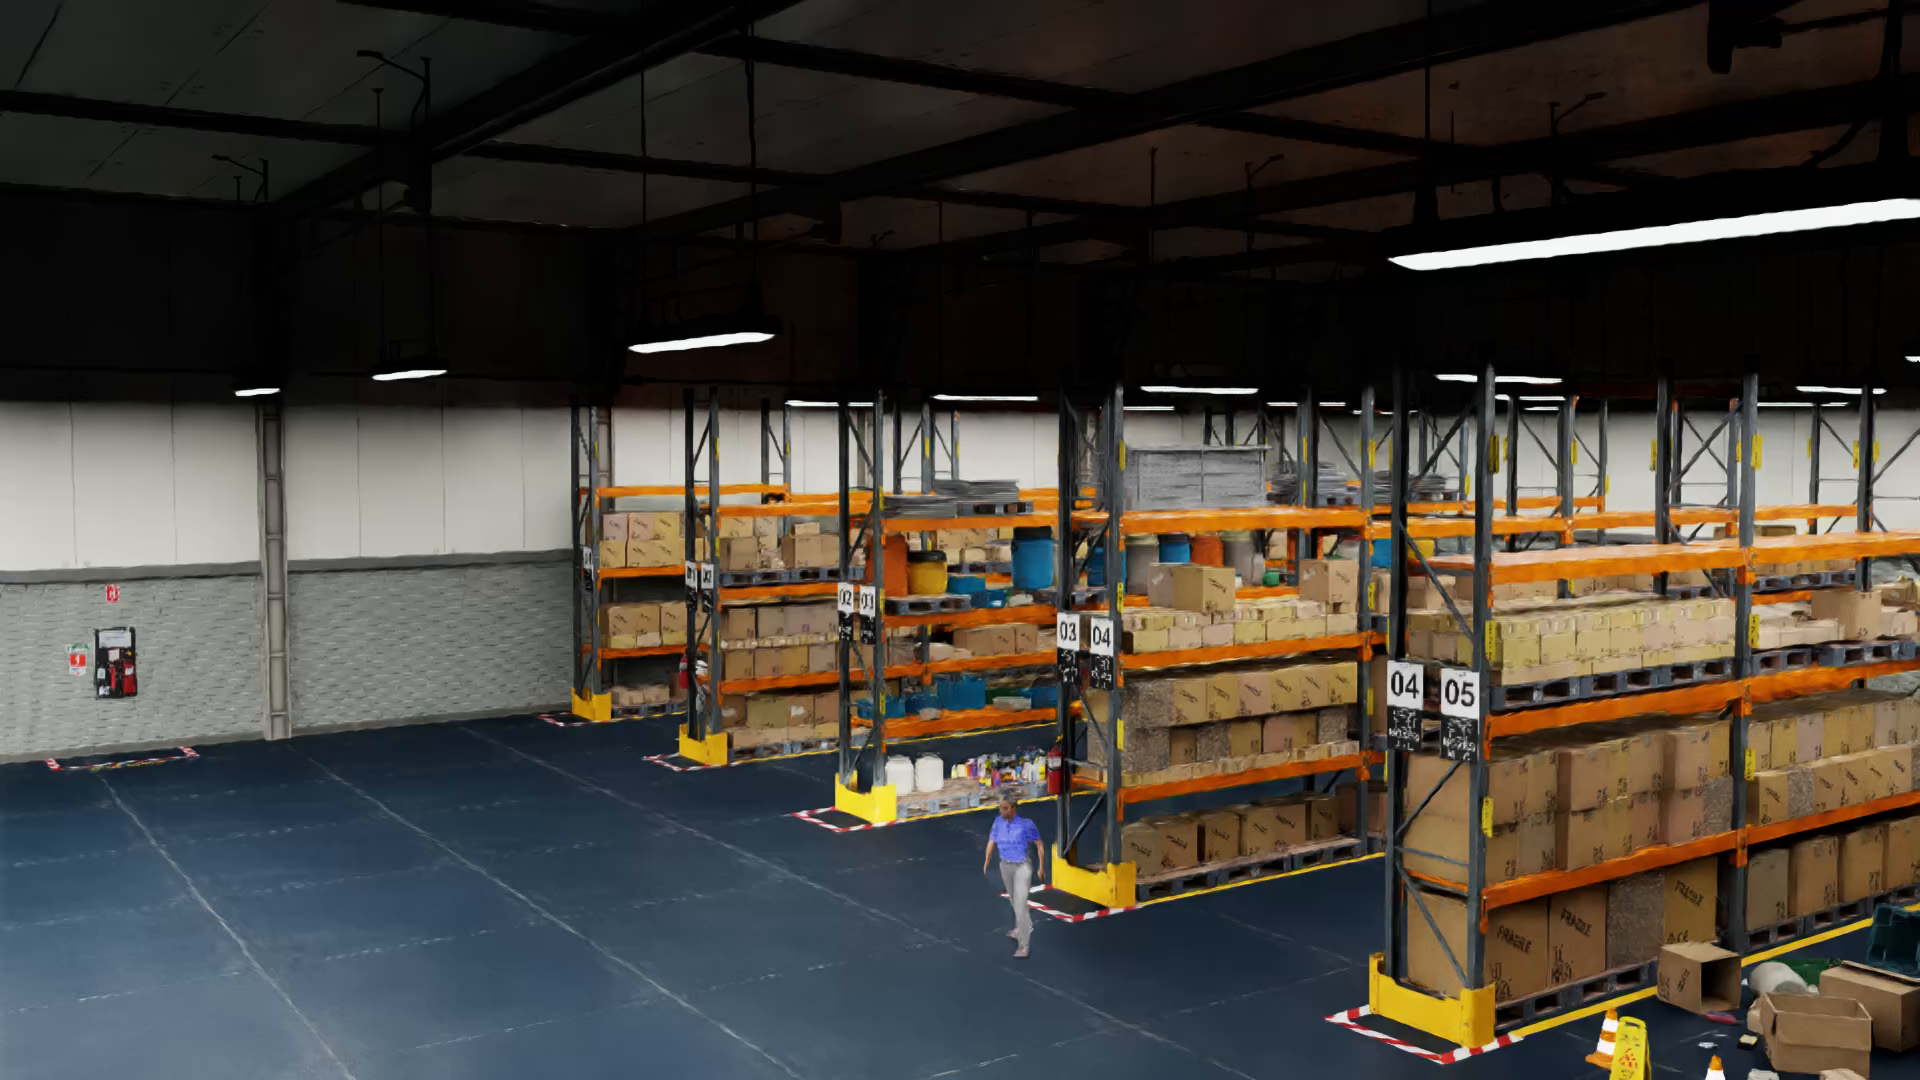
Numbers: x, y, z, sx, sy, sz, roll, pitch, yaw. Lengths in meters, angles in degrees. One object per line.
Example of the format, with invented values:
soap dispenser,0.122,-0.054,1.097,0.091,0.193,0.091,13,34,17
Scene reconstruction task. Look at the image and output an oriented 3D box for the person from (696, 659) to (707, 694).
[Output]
person,-4.512,2.353,28.627,0.351,0.619,0.471,-2,4,-32
